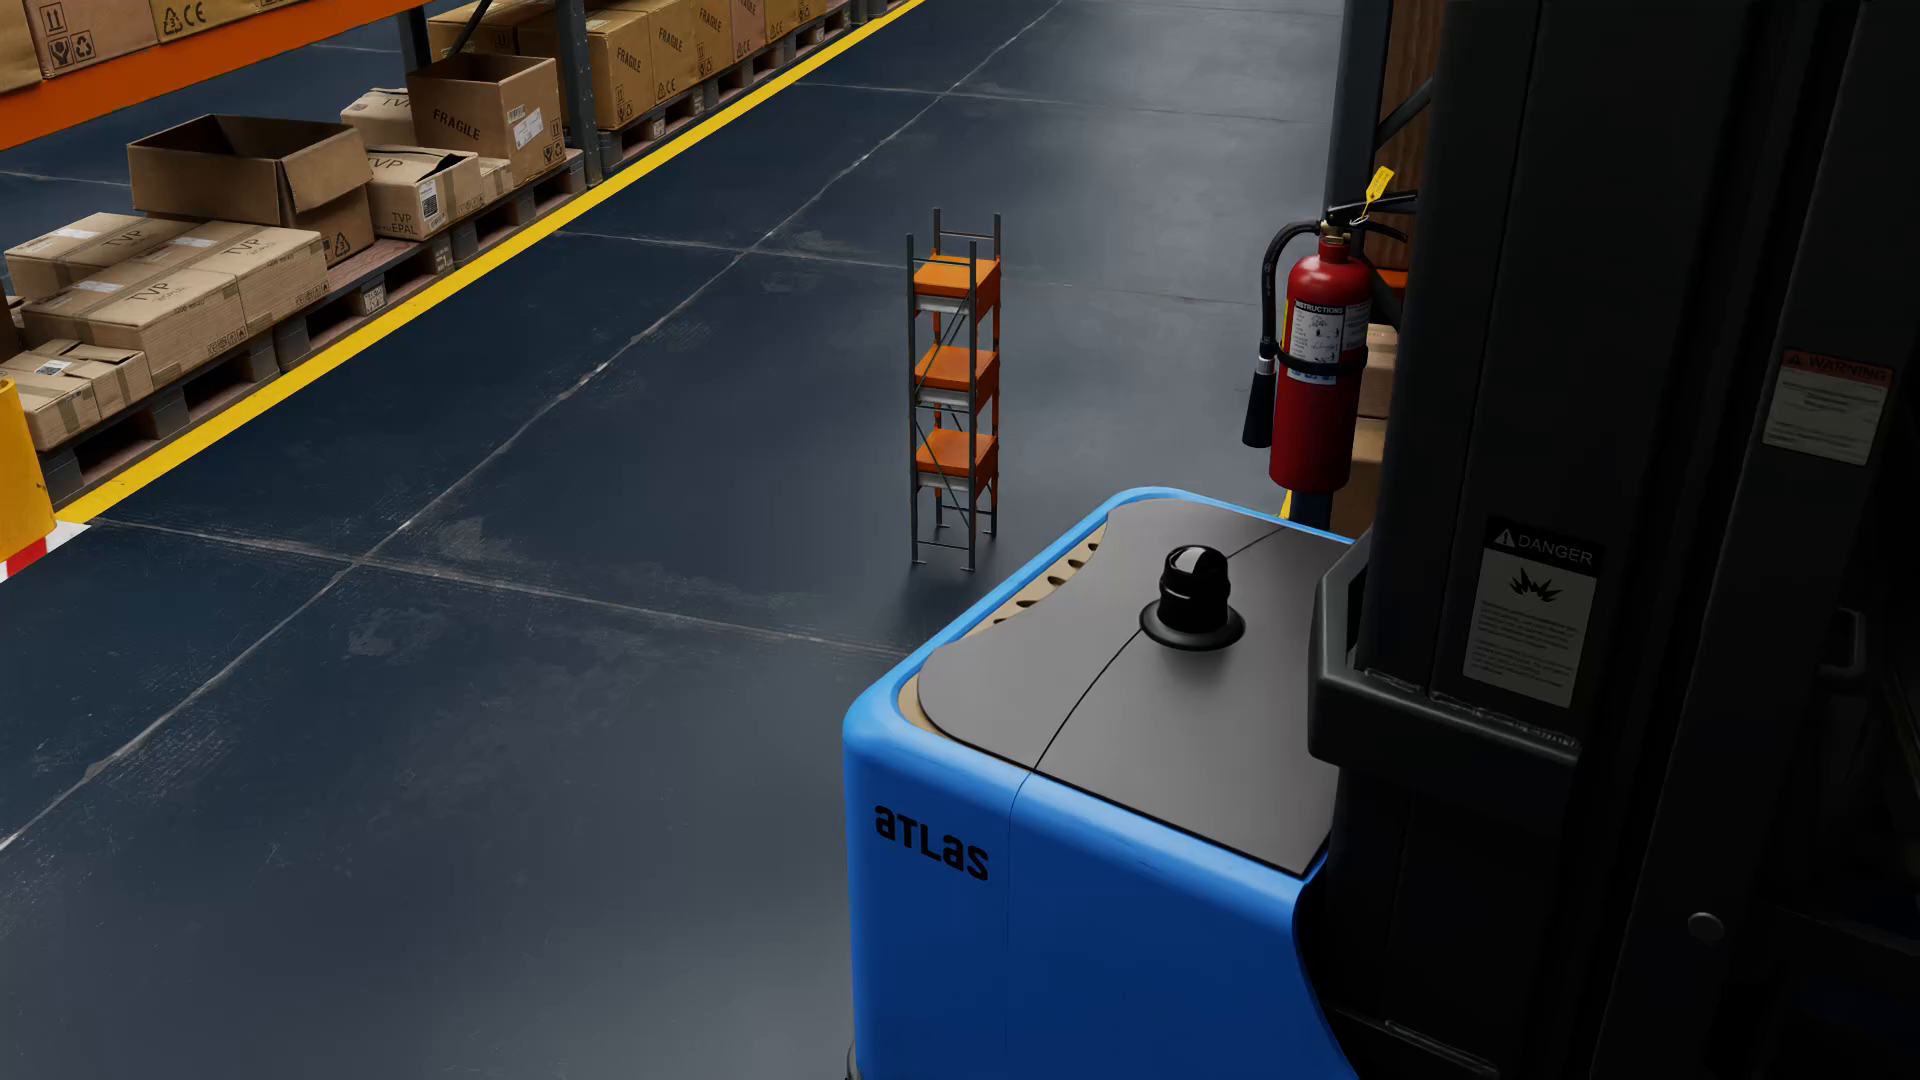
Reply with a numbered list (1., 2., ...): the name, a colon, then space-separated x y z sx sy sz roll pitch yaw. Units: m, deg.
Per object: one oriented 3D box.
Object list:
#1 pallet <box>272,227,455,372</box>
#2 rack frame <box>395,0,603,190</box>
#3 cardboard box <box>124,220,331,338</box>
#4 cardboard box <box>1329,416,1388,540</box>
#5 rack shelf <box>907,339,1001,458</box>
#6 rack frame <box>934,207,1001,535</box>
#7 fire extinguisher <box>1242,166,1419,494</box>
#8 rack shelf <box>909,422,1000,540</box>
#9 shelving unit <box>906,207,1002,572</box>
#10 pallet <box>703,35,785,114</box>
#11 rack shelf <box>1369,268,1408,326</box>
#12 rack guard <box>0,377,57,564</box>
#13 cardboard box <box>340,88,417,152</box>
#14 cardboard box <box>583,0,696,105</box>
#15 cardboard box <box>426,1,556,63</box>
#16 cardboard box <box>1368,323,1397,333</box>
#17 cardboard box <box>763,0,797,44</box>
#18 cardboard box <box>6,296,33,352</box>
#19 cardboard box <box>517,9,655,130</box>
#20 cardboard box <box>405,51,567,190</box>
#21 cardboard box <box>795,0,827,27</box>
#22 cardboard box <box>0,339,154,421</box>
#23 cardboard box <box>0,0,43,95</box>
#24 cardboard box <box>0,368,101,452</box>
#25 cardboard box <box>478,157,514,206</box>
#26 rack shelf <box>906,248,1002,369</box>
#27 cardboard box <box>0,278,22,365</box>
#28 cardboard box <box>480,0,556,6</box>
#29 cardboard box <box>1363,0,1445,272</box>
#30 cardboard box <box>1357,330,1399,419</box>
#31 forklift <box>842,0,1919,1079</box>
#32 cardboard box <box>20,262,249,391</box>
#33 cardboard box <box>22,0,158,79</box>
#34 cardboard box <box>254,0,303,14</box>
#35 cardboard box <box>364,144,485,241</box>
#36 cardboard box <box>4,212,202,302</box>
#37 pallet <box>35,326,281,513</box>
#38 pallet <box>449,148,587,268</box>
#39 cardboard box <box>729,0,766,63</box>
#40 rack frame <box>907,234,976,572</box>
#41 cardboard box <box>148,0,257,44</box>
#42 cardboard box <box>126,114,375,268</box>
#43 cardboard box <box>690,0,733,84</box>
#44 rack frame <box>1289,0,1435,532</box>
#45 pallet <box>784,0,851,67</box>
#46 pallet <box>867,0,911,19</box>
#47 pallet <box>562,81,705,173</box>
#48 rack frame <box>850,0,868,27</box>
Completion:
1. pallet: -2.890 -1.087 6.987 1.003 0.211 1.213 8 30 15
2. rack frame: -2.332 -3.193 7.905 1.000 3.000 0.127 8 30 15
3. cardboard box: -2.781 -1.002 6.342 0.500 0.250 0.500 8 30 15
4. cardboard box: 1.341 -0.060 4.412 0.700 0.500 0.500 8 30 15
5. rack shelf: -0.016 -0.425 4.955 0.215 0.259 0.240 8 30 15
6. rack frame: 0.020 -0.491 5.052 0.200 1.050 0.008 8 30 15
7. fire extinguisher: 0.746 -0.428 3.398 0.296 0.674 0.183 8 30 15
8. rack shelf: -0.016 -0.182 5.090 0.215 0.259 0.240 8 30 15
9. shelving unit: -0.016 -0.434 4.950 0.215 1.050 0.252 8 30 15
10. pallet: -1.773 -2.927 10.294 1.003 0.211 1.213 8 30 15
11. rack shelf: 1.818 -1.244 5.141 1.077 0.370 4.000 8 30 15
12. rack guard: -3.483 -0.277 5.234 1.175 0.500 0.348 8 30 15
13. cardboard box: -2.662 -2.046 8.156 0.500 0.311 0.500 8 30 15
14. cardboard box: -1.811 -2.733 9.196 0.500 0.500 0.500 9 30 16
15. cardboard box: -2.461 -2.563 8.891 0.500 0.500 0.500 8 30 15
16. cardboard box: 1.279 -0.548 4.622 0.380 0.149 0.250 9 30 16
17. cardboard box: -1.360 -3.444 10.473 0.500 0.500 0.500 7 30 13
18. cardboard box: -3.377 -0.752 5.978 0.380 0.166 0.250 8 30 15
19. cardboard box: -1.957 -2.483 8.747 0.500 0.500 0.500 7 30 13
20. cardboard box: -2.228 -1.988 7.857 0.500 0.500 0.500 8 30 15
21. cardboard box: -1.208 -3.684 10.906 0.500 0.500 0.500 10 31 17
22. cardboard box: -2.981 -0.550 5.616 0.380 0.166 0.250 8 30 15
23. cardboard box: -3.123 -1.547 4.842 0.500 0.500 0.500 9 30 16
24. cardboard box: -3.054 -0.426 5.411 0.380 0.149 0.250 8 30 15
25. cardboard box: -2.280 -1.652 7.613 0.380 0.149 0.250 8 30 15
26. rack shelf: -0.016 -0.673 4.817 0.215 0.259 0.240 8 30 15
27. cardboard box: -3.582 -0.722 5.581 0.500 0.500 0.500 8 30 15
28. cardboard box: -2.308 -2.792 9.302 0.500 0.500 0.500 9 30 15
29. cardboard box: 1.371 -0.999 3.651 0.980 0.700 0.700 10 31 17
30. cardboard box: 1.204 -0.429 4.408 0.380 0.149 0.250 8 30 14
31. forklift: 1.308 0.125 2.011 3.031 2.935 1.130 18 34 29
32. cardboard box: -2.928 -0.770 5.924 0.500 0.250 0.500 8 30 15
33. cardboard box: -2.977 -1.787 5.274 0.500 0.500 0.500 8 30 14
34. cardboard box: -2.679 -2.252 6.110 0.500 0.500 0.500 9 30 16
35. cardboard box: -2.448 -1.557 7.276 0.500 0.311 0.500 8 30 15
36. cardboard box: -3.274 -1.050 6.428 0.500 0.250 0.500 8 30 15
37. pallet: -3.250 -0.522 5.971 1.003 0.211 1.213 8 30 15
38. pallet: -2.534 -1.656 8.009 1.003 0.211 1.213 8 30 15
39. cardboard box: -1.508 -3.199 10.033 0.500 0.500 0.500 7 30 13
40. rack frame: -0.052 -0.377 4.848 0.200 1.050 0.008 8 30 15
41. cardboard box: -2.827 -2.020 5.693 0.500 0.500 0.500 8 30 15
42. cardboard box: -2.878 -1.421 6.834 0.797 0.503 0.637 8 30 15
43. cardboard box: -1.657 -2.964 9.611 0.500 0.500 0.500 9 30 15
44. rack frame: 1.231 -0.629 3.296 1.000 3.000 0.127 8 30 15
45. pallet: -1.413 -3.492 11.310 1.003 0.211 1.213 8 30 15
46. pallet: -0.879 -4.211 12.602 1.003 0.211 1.213 8 30 15
47. pallet: -2.129 -2.358 9.272 1.003 0.211 1.213 8 30 15
48. rack frame: -1.157 -5.052 11.246 1.000 3.000 0.127 8 30 15
